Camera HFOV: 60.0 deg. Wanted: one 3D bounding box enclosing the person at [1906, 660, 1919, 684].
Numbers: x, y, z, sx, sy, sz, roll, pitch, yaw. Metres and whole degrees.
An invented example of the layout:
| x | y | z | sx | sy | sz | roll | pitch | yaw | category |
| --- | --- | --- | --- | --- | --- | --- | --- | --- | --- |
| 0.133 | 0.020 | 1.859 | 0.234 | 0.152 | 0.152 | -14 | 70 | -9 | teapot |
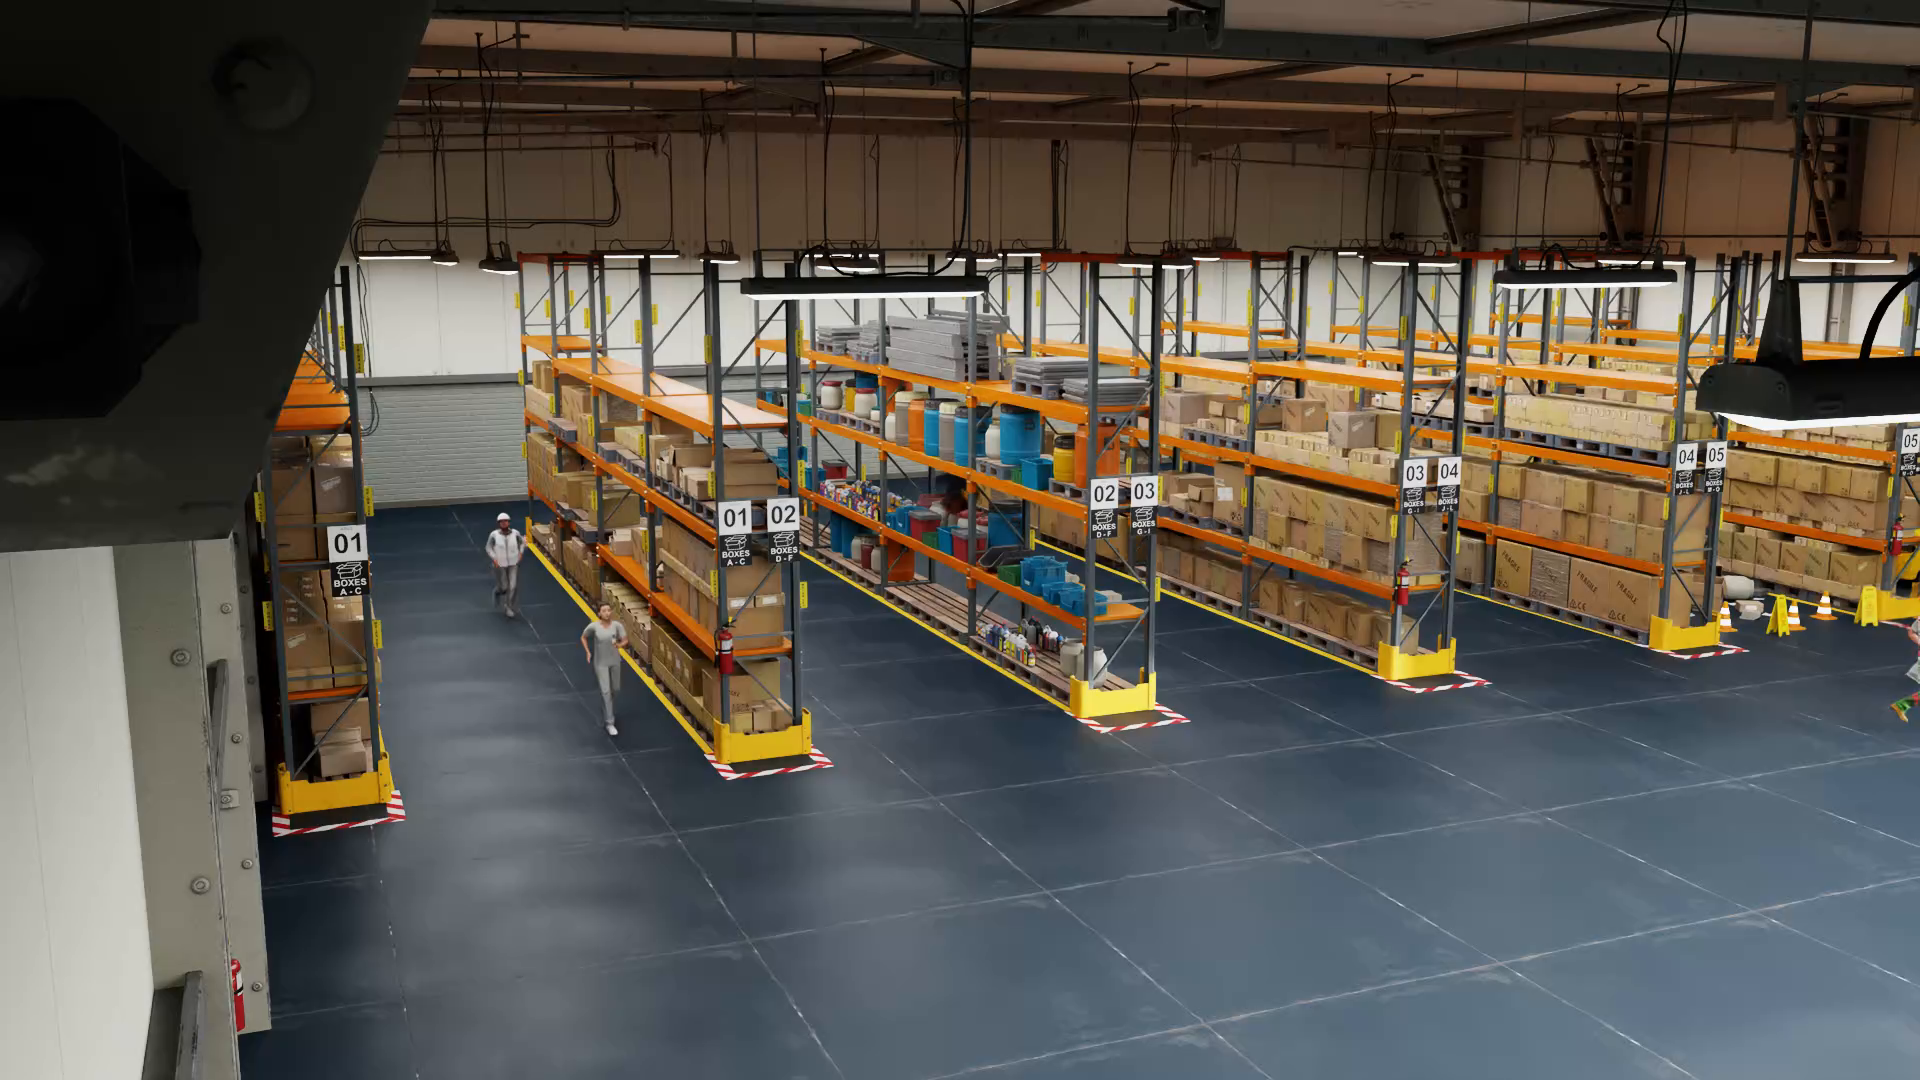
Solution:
| x | y | z | sx | sy | sz | roll | pitch | yaw | category |
| --- | --- | --- | --- | --- | --- | --- | --- | --- | --- |
| 13.898 | 1.240 | 23.434 | 0.874 | 1.828 | 0.686 | 3 | 11 | 18 | person |

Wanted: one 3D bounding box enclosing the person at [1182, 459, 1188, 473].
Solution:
| x | y | z | sx | sy | sz | roll | pitch | yaw | category |
| --- | --- | --- | --- | --- | --- | --- | --- | --- | --- |
| 5.685 | -1.991 | 41.643 | 0.612 | 1.591 | 0.603 | 6 | 12 | 28 | person |

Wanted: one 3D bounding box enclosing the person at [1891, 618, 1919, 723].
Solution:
| x | y | z | sx | sy | sz | roll | pitch | yaw | category |
| --- | --- | --- | --- | --- | --- | --- | --- | --- | --- |
| 12.547 | 1.587 | 21.457 | 0.883 | 1.764 | 0.669 | 2 | 11 | 11 | person |

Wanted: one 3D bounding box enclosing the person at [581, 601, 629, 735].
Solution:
| x | y | z | sx | sy | sz | roll | pitch | yaw | category |
| --- | --- | --- | --- | --- | --- | --- | --- | --- | --- |
| -4.566 | 1.603 | 21.500 | 0.564 | 1.655 | 0.969 | -5 | 11 | -25 | person |

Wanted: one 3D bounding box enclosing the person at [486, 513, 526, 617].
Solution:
| x | y | z | sx | sy | sz | roll | pitch | yaw | category |
| --- | --- | --- | --- | --- | --- | --- | --- | --- | --- |
| -7.659 | 0.399 | 28.096 | 0.661 | 1.749 | 0.642 | -5 | 11 | -25 | person |
